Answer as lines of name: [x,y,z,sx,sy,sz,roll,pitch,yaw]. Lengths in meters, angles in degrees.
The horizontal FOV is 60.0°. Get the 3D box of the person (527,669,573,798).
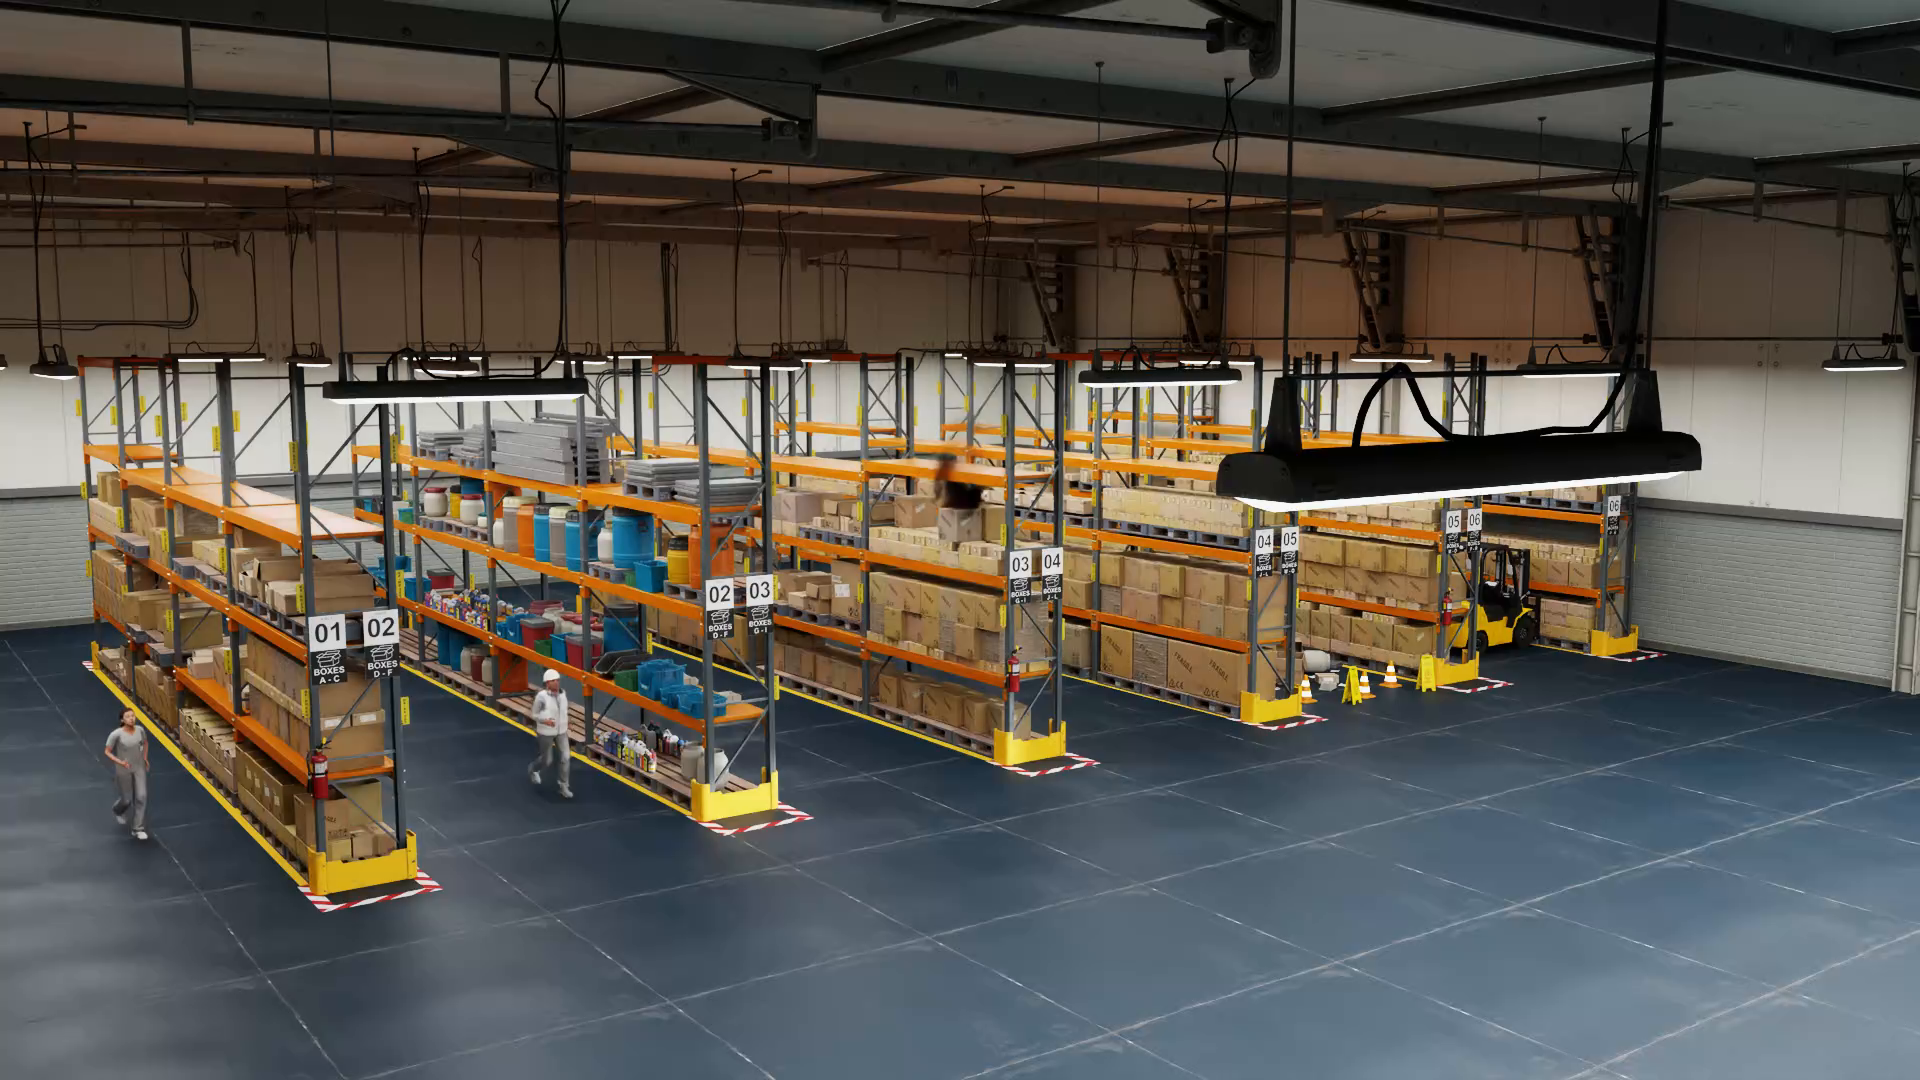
person: [-5.696,2.656,23.130,0.646,1.764,0.927,-7,10,-44]

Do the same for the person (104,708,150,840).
person: [-10.617,2.950,21.248,0.822,1.658,0.572,6,9,43]
